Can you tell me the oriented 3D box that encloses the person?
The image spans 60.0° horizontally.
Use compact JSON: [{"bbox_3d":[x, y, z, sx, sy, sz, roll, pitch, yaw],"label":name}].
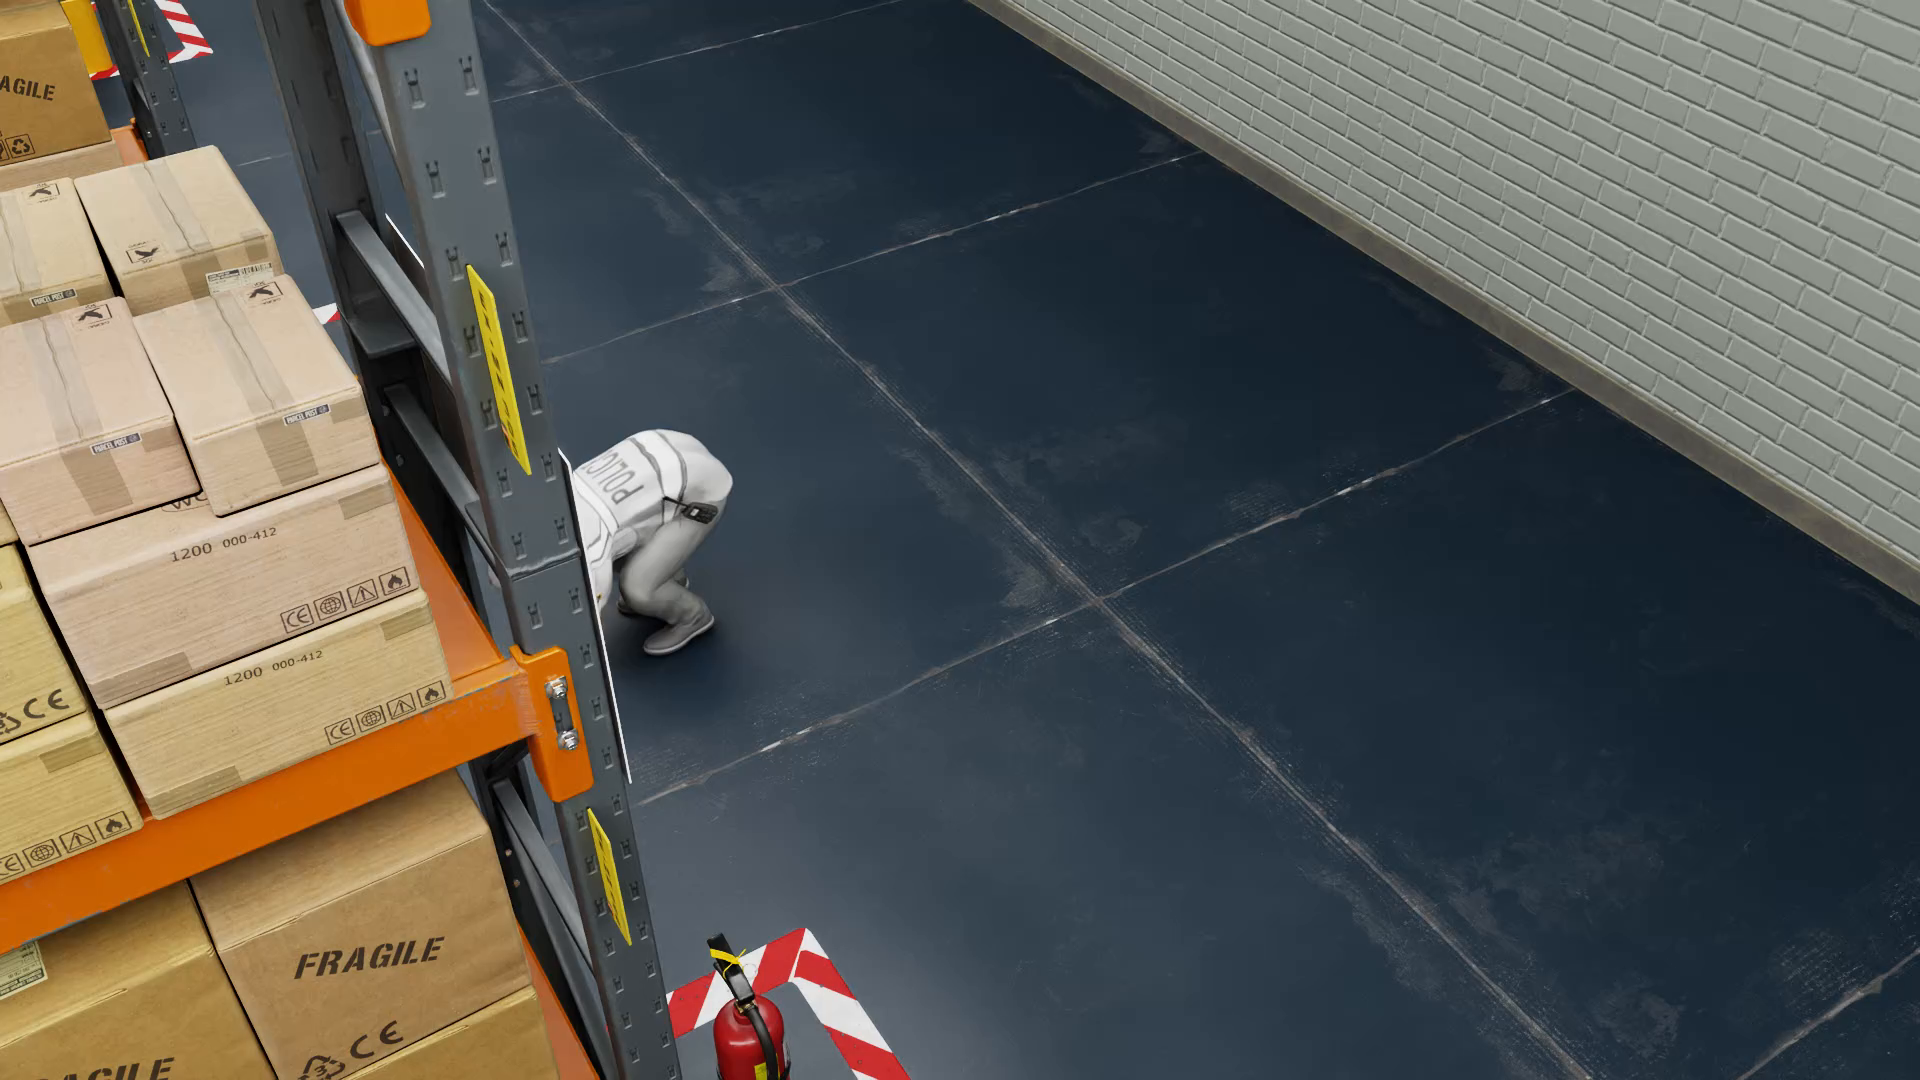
[{"bbox_3d":[-1.402,0.070,6.751,1.029,0.902,0.542,-24,46,-26],"label":"person"}]
